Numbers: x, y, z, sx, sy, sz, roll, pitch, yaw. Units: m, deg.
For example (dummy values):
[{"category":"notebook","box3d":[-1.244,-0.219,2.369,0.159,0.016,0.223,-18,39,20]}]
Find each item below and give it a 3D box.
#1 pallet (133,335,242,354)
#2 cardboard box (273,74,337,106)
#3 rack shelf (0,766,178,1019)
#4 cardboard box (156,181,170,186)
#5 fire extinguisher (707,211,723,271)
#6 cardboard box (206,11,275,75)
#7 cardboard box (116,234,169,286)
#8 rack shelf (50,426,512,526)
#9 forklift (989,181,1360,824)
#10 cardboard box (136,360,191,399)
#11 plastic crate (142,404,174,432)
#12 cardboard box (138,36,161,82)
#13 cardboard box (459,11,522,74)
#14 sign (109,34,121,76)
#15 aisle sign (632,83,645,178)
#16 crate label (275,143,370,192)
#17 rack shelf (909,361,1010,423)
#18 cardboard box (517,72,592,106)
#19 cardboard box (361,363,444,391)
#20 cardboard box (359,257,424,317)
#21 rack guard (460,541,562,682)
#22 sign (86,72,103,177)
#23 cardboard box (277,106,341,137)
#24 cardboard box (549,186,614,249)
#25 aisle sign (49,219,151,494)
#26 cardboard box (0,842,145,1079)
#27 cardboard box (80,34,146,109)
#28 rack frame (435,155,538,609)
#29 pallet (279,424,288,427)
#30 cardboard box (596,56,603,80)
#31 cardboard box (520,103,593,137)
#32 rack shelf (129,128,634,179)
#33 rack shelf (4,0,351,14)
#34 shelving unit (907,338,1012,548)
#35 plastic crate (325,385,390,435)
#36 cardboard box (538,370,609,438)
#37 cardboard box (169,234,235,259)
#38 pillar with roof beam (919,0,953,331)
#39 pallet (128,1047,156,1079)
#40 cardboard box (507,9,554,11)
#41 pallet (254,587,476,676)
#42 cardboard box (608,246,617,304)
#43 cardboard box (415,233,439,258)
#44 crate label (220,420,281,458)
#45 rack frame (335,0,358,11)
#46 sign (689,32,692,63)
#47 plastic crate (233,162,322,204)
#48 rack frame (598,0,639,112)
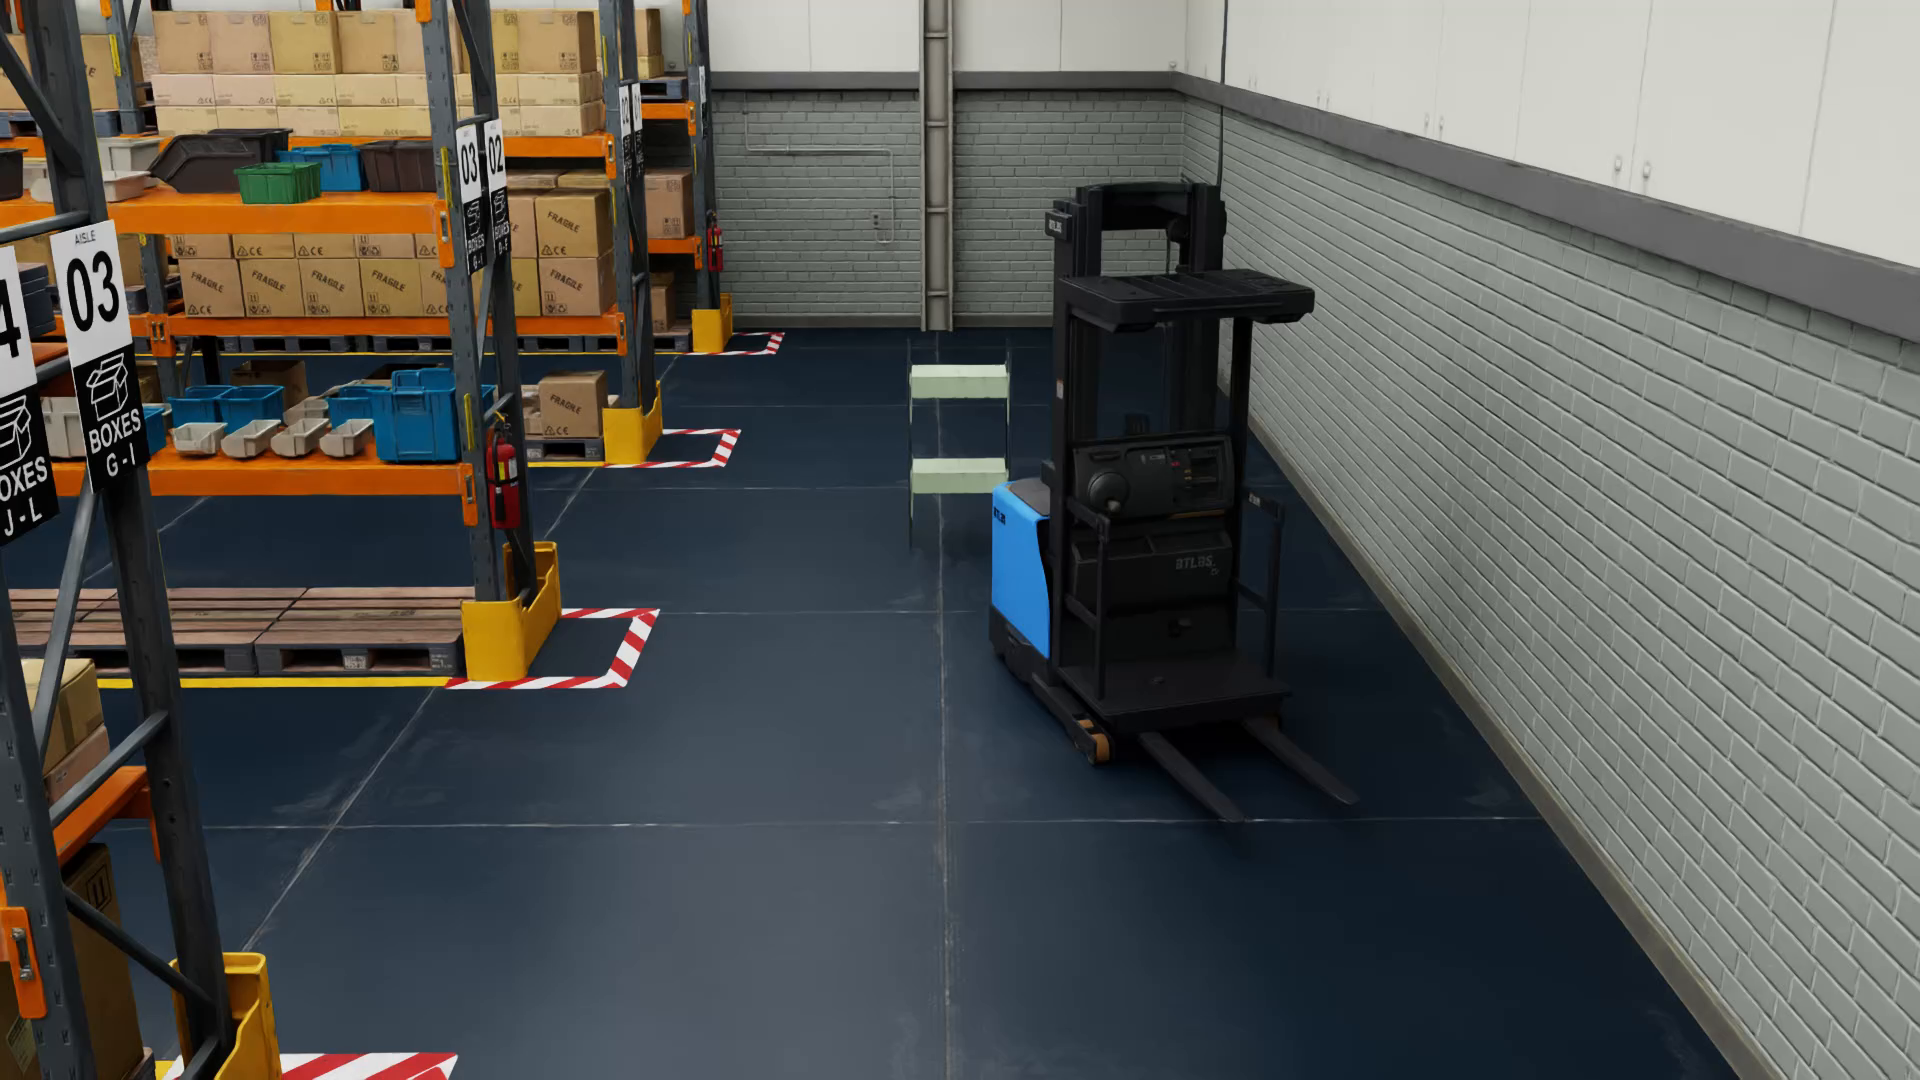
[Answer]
[{"category":"pallet","box3d":[-8.963,-2.404,19.697,1.213,0.211,1.003,0,18,-1]},{"category":"cardboard box","box3d":[-5.398,-3.776,13.925,0.500,0.250,0.500,0,18,-1]},{"category":"rack shelf","box3d":[-4.735,1.106,5.368,4.000,0.370,1.077,0,18,-1]},{"category":"cardboard box","box3d":[-8.939,-3.876,19.036,0.500,0.500,0.500,0,18,1]},{"category":"fire extinguisher","box3d":[-2.812,-3.430,19.068,0.183,0.674,0.296,0,18,-1]},{"category":"cardboard box","box3d":[-5.900,-4.178,13.950,0.500,0.500,0.700,0,18,-1]},{"category":"cardboard box","box3d":[-7.365,-2.566,14.786,0.500,0.500,0.700,-6,19,-19]},{"category":"rack shelf","box3d":[-4.814,-0.407,10.084,4.000,0.370,1.077,0,18,-1]},{"category":"forklift","box3d":[1.121,-0.341,8.812,1.130,2.935,3.031,-6,19,-17]},{"category":"cardboard box","box3d":[-7.375,-1.344,15.199,0.500,0.500,0.500,-1,18,-3]},{"category":"plastic crate","box3d":[-5.077,-0.743,10.287,0.466,0.136,0.293,0,18,-1]},{"category":"cardboard box","box3d":[-8.909,-5.475,18.910,0.500,0.500,0.700,0,18,-1]},{"category":"cardboard box","box3d":[-3.903,-4.240,14.143,0.500,0.500,0.700,0,18,-1]},{"category":"sign","box3d":[-6.875,-3.945,13.534,0.005,0.325,0.100,0,18,-1]},{"category":"aisle sign","box3d":[-2.825,-3.600,14.603,0.004,0.787,0.394,0,18,-1]},{"category":"crate label","box3d":[-3.741,-2.211,9.862,0.502,0.251,0.408,0,18,-1]},{"category":"rack shelf","box3d":[-0.007,-1.086,12.199,0.720,0.370,0.431,0,18,-1]},{"category":"cardboard box","box3d":[-3.398,-3.787,13.958,0.500,0.250,0.500,0,18,-1]},{"category":"cardboard box","box3d":[-5.009,-1.284,15.007,0.637,0.503,0.797,0,18,-1]},{"category":"cardboard box","box3d":[-4.853,-2.228,14.418,0.500,0.500,0.500,-1,18,-2]},{"category":"rack guard","box3d":[-2.790,0.427,10.398,0.348,0.500,1.175,0,18,-1]},{"category":"sign","box3d":[-2.738,-1.298,5.213,0.005,0.325,0.100,0,18,-1]},{"category":"cardboard box","box3d":[-5.398,-3.540,14.006,0.500,0.250,0.500,0,18,-1]},{"category":"cardboard box","box3d":[-3.336,-2.874,14.796,0.500,0.500,0.500,0,18,1]},{"category":"aisle sign","box3d":[-2.668,-0.576,5.178,0.004,0.787,0.394,0,18,-1]},{"category":"cardboard box","box3d":[-3.374,1.593,5.463,0.875,0.875,0.875,0,18,-1]},{"category":"cardboard box","box3d":[-7.393,-3.996,14.169,0.600,0.600,0.600,-2,18,-6]},{"category":"rack frame","box3d":[-2.814,-0.759,10.004,0.127,3.000,1.000,0,18,-1]},{"category":"pallet","box3d":[-6.201,-0.928,15.095,1.213,0.211,1.003,0,18,-1]},{"category":"cardboard box","box3d":[-4.219,-5.302,18.649,0.500,0.250,0.500,-1,18,-3]},{"category":"cardboard box","box3d":[-3.398,-3.546,14.026,0.500,0.250,0.500,0,18,-1]},{"category":"rack shelf","box3d":[-4.888,-3.348,14.342,4.000,0.370,1.077,0,18,-1]},{"category":"rack shelf","box3d":[-8.969,-6.080,18.601,4.000,0.370,1.077,0,18,-1]},{"category":"shelving unit","box3d":[-0.007,-0.714,12.318,0.755,1.500,0.431,0,18,-1]},{"category":"plastic crate","box3d":[-3.724,-0.804,10.320,0.300,0.233,0.416,0,18,-1]},{"category":"cardboard box","box3d":[-3.428,-1.214,14.792,0.500,0.500,0.500,0,18,-1]},{"category":"cardboard box","box3d":[-6.412,-2.693,14.231,0.500,0.500,0.500,0,18,1]},{"category":"pillar with roof beam","box3d":[-0.216,-5.604,15.285,0.400,9.000,9.100,0,18,-1]},{"category":"pallet","box3d":[-3.534,2.109,5.628,1.213,0.211,1.003,0,18,-1]},{"category":"cardboard box","box3d":[-4.720,-5.656,18.523,0.500,0.500,0.500,-1,18,-3]},{"category":"pallet","box3d":[-3.639,0.561,10.454,1.213,0.211,1.003,0,18,-1]},{"category":"cardboard box","box3d":[-3.336,-2.398,14.949,0.500,0.500,0.500,0,18,0]},{"category":"cardboard box","box3d":[-4.352,-2.703,14.263,0.500,0.500,0.500,0,18,1]},{"category":"crate label","box3d":[-4.194,-0.597,9.832,0.243,0.136,0.396,0,18,-1]},{"category":"rack frame","box3d":[-6.970,-6.622,18.460,0.127,3.000,1.000,0,18,-1]},{"category":"sign","box3d":[-2.976,-5.431,18.338,0.005,0.325,0.100,0,18,-1]},{"category":"plastic crate","box3d":[-3.796,-1.995,9.291,0.336,0.188,0.450,0,18,-1]},{"category":"rack frame","box3d":[-2.888,-5.129,13.804,0.127,3.000,1.000,0,18,-1]}]
